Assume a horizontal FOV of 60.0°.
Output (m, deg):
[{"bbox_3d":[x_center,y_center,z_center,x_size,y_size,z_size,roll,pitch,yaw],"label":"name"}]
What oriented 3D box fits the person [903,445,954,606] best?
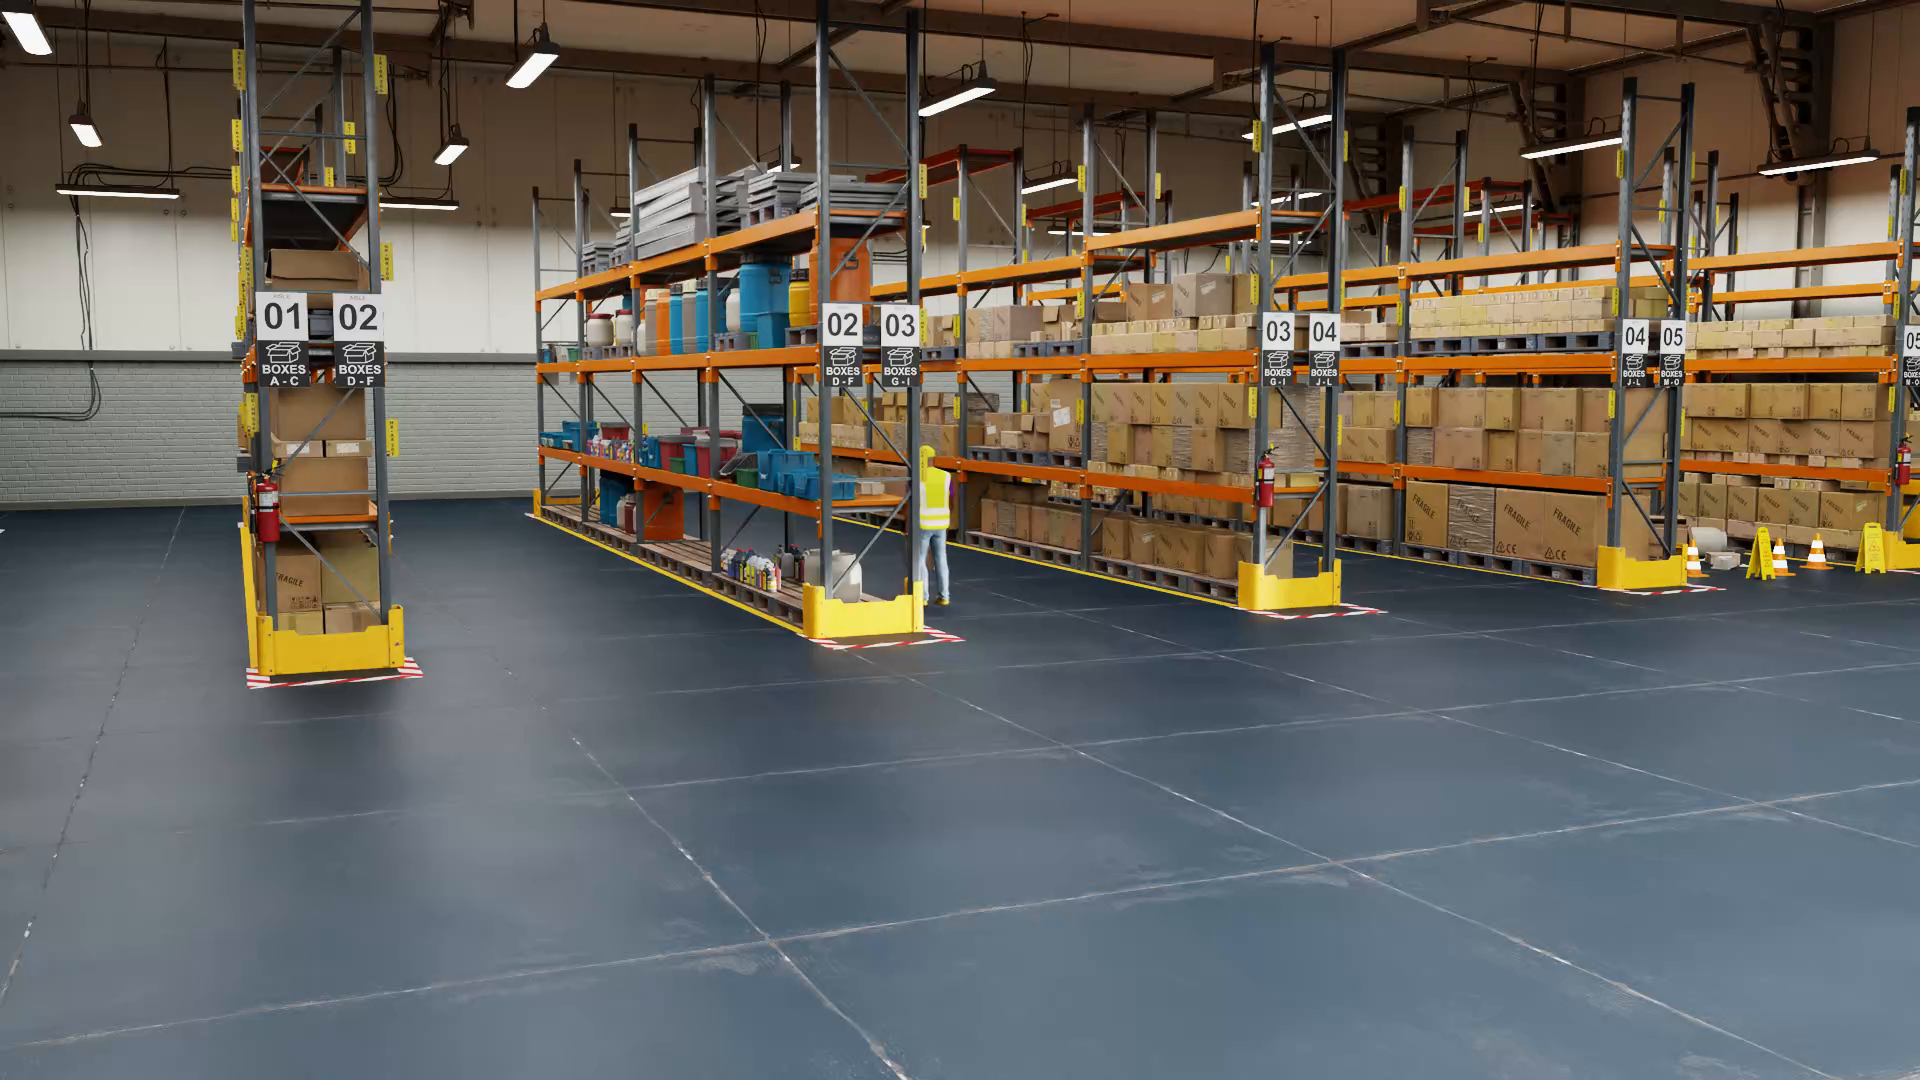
[{"bbox_3d":[-0.344,-0.163,18.385,0.591,1.764,0.430,-3,6,-25],"label":"person"}]
